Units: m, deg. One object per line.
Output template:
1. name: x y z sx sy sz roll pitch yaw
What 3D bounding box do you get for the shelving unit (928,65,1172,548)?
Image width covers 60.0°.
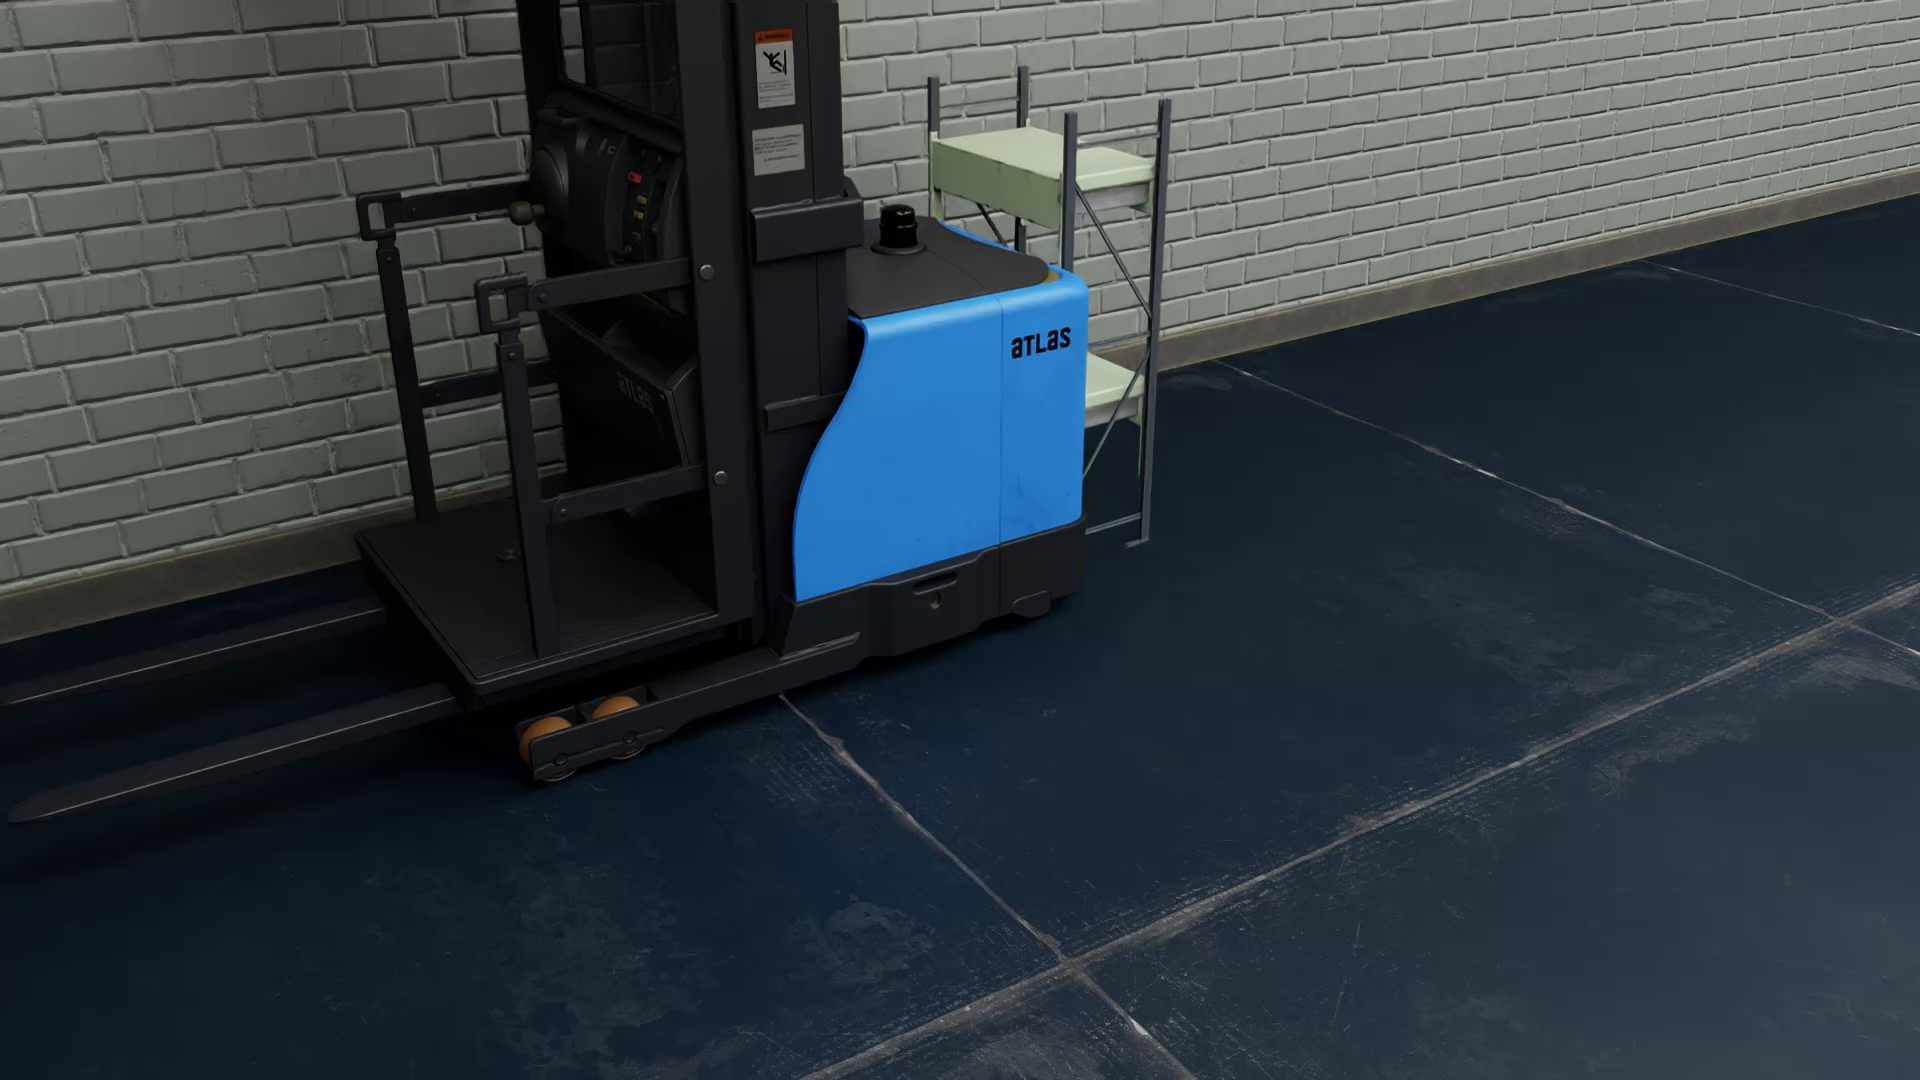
1. shelving unit: 0.271 -0.757 5.596 0.431 1.500 0.755 -16 30 -31

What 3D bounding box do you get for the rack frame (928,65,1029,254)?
1. rack frame: 0.064 -0.885 5.868 0.400 1.500 0.023 -16 30 -31

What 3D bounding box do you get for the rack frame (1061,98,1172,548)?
1. rack frame: 0.479 -0.628 5.323 0.400 1.500 0.023 -16 30 -31

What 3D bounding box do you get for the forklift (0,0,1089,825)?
1. forklift: -1.117 -0.944 4.317 3.031 2.935 1.130 -16 30 -30

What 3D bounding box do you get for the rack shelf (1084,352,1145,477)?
1. rack shelf: 0.271 -0.462 5.735 0.431 0.370 0.720 -16 30 -31

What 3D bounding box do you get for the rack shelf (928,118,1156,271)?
1. rack shelf: 0.271 -1.109 5.429 0.431 0.370 0.720 -16 30 -31
